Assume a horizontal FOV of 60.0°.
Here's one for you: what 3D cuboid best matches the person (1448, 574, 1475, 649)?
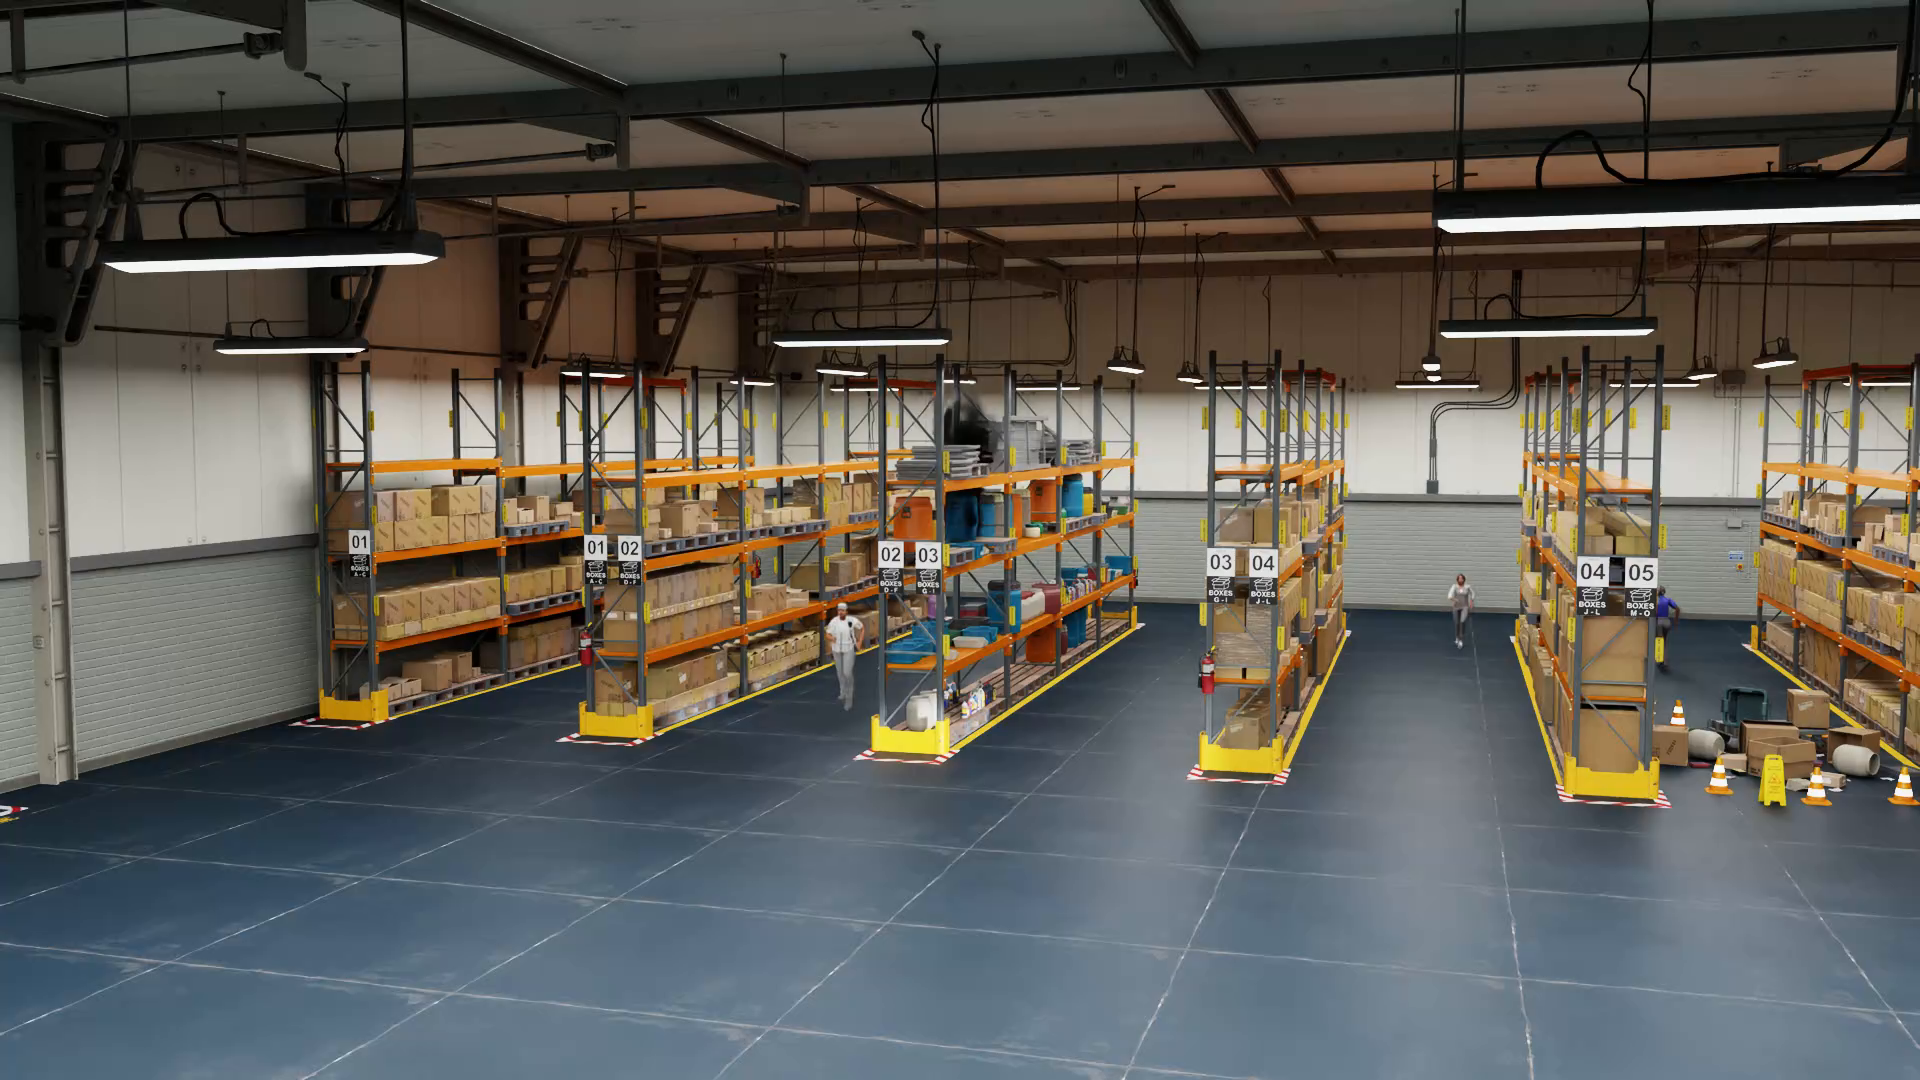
[{"bbox_3d":[11.100,1.558,36.880,0.544,1.634,0.715,2,4,25],"label":"person"}]

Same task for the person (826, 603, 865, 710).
[{"bbox_3d":[-1.939,1.937,27.836,0.613,1.791,0.692,1,4,12],"label":"person"}]

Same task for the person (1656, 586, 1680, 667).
[{"bbox_3d":[14.202,1.777,33.679,0.537,1.712,0.827,0,4,-1],"label":"person"}]

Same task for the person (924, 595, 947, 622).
[{"bbox_3d":[-0.516,1.645,35.152,0.510,1.564,0.738,0,4,5],"label":"person"}]
